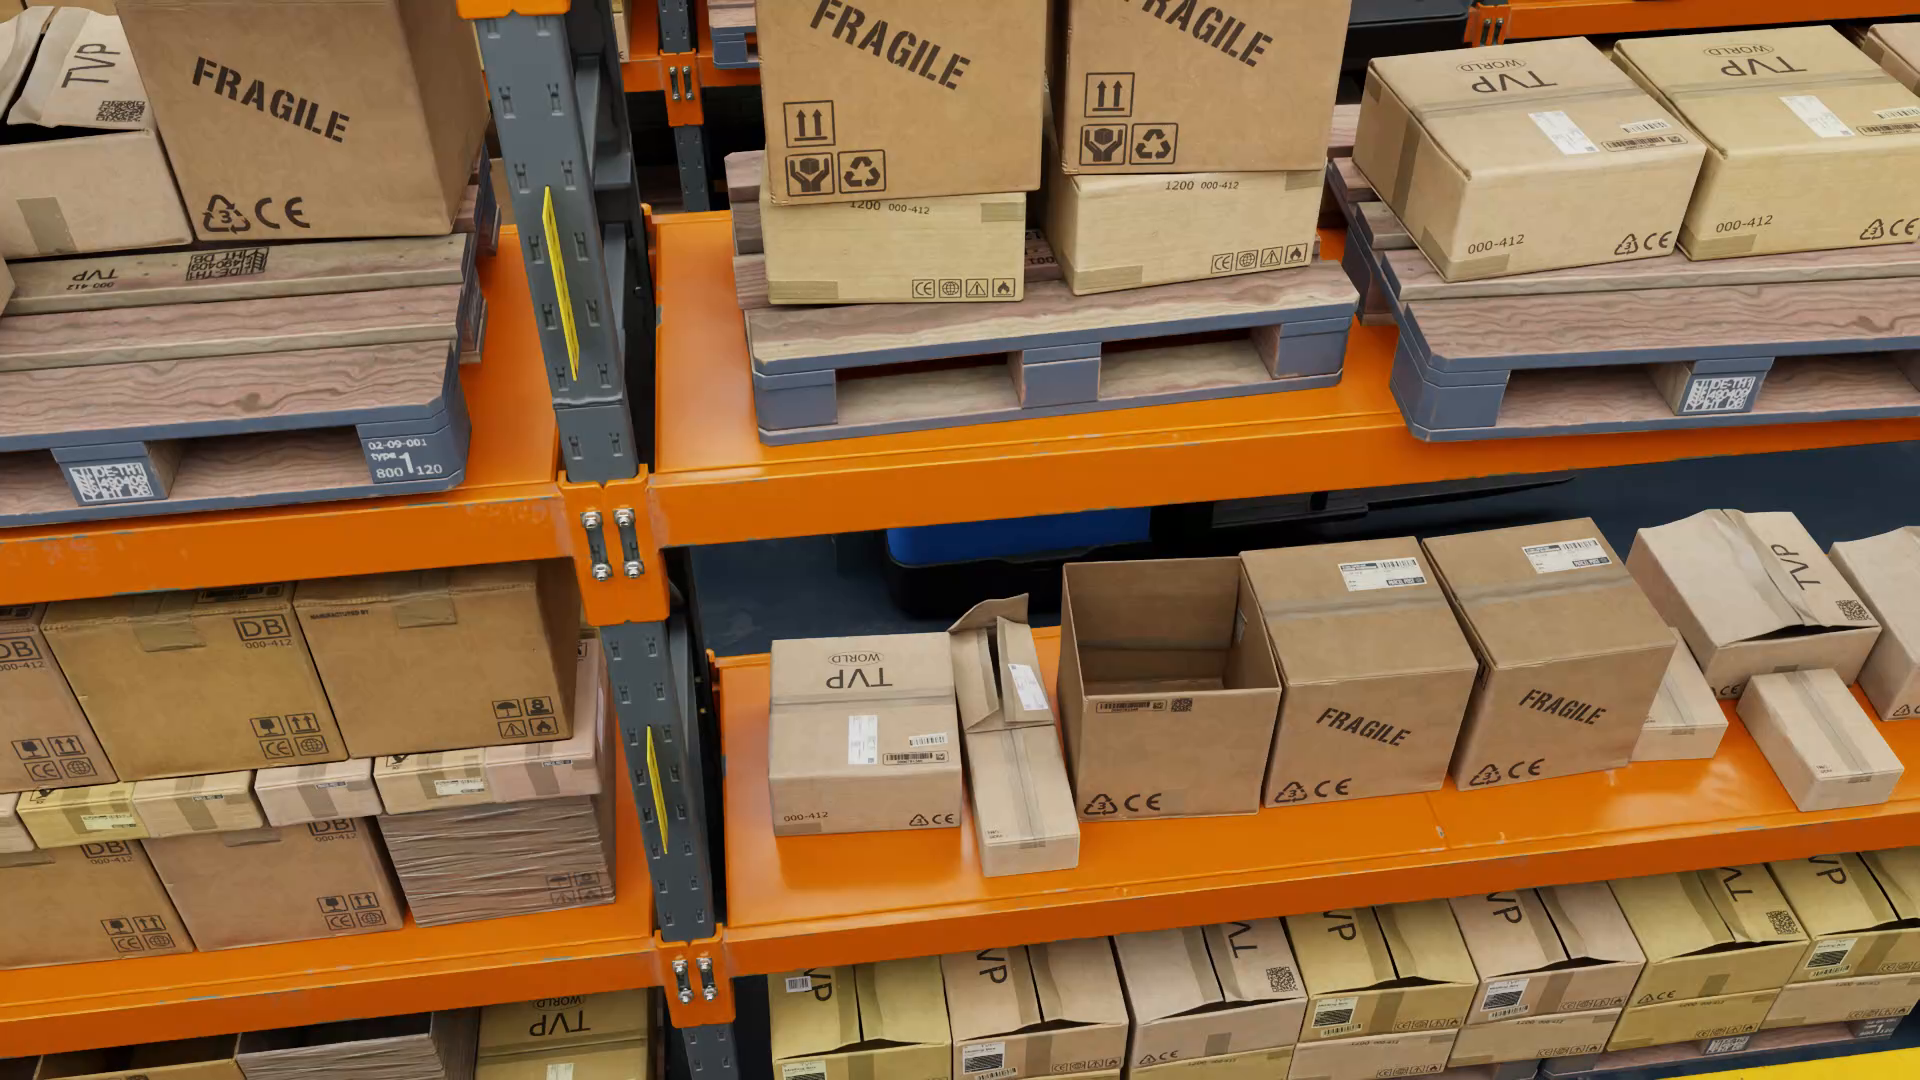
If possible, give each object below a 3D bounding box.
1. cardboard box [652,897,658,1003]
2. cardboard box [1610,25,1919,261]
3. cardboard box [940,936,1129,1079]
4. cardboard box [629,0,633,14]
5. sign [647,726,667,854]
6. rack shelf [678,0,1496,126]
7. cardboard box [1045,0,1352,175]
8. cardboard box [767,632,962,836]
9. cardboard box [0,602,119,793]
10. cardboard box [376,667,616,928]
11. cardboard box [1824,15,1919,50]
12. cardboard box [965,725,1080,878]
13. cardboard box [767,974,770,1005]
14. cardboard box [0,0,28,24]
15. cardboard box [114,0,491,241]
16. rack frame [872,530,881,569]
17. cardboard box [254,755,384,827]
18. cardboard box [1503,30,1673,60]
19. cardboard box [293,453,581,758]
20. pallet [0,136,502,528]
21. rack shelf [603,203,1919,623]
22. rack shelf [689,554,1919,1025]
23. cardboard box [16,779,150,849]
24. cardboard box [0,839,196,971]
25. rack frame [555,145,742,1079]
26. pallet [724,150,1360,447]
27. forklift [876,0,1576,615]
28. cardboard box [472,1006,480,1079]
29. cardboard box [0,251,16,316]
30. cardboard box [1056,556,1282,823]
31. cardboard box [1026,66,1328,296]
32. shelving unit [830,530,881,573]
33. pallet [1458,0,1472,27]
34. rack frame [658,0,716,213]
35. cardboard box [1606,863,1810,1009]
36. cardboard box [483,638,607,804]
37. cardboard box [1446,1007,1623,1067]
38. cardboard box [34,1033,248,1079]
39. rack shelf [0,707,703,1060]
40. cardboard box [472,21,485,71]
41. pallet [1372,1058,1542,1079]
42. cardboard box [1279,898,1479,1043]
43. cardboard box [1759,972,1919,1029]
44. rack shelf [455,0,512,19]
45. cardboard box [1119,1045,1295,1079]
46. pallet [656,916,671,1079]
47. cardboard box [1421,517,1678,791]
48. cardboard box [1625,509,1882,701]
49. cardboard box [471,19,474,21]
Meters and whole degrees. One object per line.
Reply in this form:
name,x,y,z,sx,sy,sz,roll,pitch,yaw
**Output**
cardboard box,-1.243,1.243,5.371,0.500,0.250,0.500,-5,42,-6
cardboard box,1.694,-0.845,3.507,0.500,0.250,0.500,-6,42,-6
cardboard box,0.195,1.286,4.905,0.500,0.311,0.500,-5,42,-6
cardboard box,-1.884,-2.803,8.216,0.500,0.250,0.500,-5,42,-5
sign,-0.670,0.557,3.687,0.005,0.325,0.100,-5,42,-6
rack shelf,0.593,-2.657,8.493,4.000,0.370,1.077,-5,42,-6
cardboard box,0.434,-1.045,3.168,0.500,0.500,0.500,-1,42,-1
cardboard box,-0.261,0.523,4.542,0.500,0.250,0.500,-3,42,-3
cardboard box,-2.181,0.151,3.800,0.500,0.500,0.700,-5,42,-6
cardboard box,-1.183,0.545,4.331,0.500,0.500,0.700,-6,42,-7
cardboard box,5.034,-2.581,9.163,0.750,0.750,0.750,-4,42,-4
cardboard box,0.161,0.692,4.431,0.250,0.149,0.380,-5,42,-6
cardboard box,-0.312,1.534,5.049,0.500,0.250,0.500,-6,42,-7
cardboard box,-4.352,-2.511,7.332,0.500,0.500,0.500,-5,42,-5
cardboard box,-1.278,-0.951,3.332,0.500,0.500,0.500,-2,42,-2
rack frame,-0.362,-0.402,6.800,0.006,1.200,0.240,-6,42,-7
cardboard box,-1.491,0.472,3.928,0.250,0.149,0.380,-6,42,-7
cardboard box,3.322,-2.432,8.998,0.750,0.750,0.750,-6,42,-6
cardboard box,-1.183,0.063,3.897,0.500,0.500,0.700,-5,42,-5
pallet,-1.586,-0.450,3.336,1.213,0.211,1.003,-5,42,-6
rack shelf,1.239,-0.481,3.841,4.000,0.370,1.077,-5,42,-6
rack shelf,1.239,0.633,4.846,4.000,0.370,1.077,-5,42,-6
cardboard box,-1.995,0.515,3.881,0.250,0.149,0.380,-5,42,-6
cardboard box,-2.203,0.636,4.231,0.500,0.500,0.700,-4,42,-5
rack frame,-0.744,0.540,4.412,0.127,3.000,1.000,-5,42,-6
pallet,0.129,-0.589,3.566,1.217,0.209,0.805,-7,42,-7
forklift,1.131,-1.249,6.446,3.031,2.935,1.130,-6,42,-7
cardboard box,-1.672,1.627,4.946,0.500,0.250,0.500,-5,42,-6
cardboard box,-1.905,-0.403,2.987,0.250,0.149,0.380,-5,42,-6
cardboard box,0.542,0.401,4.491,0.500,0.500,0.500,-2,42,-2
cardboard box,0.413,-0.771,3.424,0.500,0.250,0.500,-9,43,-10
shelving unit,-0.453,-0.392,6.789,0.189,1.200,0.258,-6,42,-7
pallet,1.884,-2.894,8.362,1.003,0.211,1.213,-5,42,-6
rack frame,-1.390,-2.750,8.059,0.127,3.000,1.000,-5,42,-6
cardboard box,2.220,1.107,5.103,0.500,0.311,0.500,-6,42,-6
cardboard box,-0.986,0.427,3.978,0.250,0.149,0.380,-5,42,-6
cardboard box,1.723,1.354,5.249,0.500,0.250,0.500,-4,42,-5
cardboard box,-2.168,1.393,4.645,0.500,0.500,0.500,-5,42,-6
rack shelf,-2.727,0.980,4.461,4.000,0.370,1.077,-5,42,-6
cardboard box,-2.315,-2.422,7.792,0.500,0.250,0.500,-5,42,-5
pallet,1.194,1.377,5.566,1.213,0.211,1.003,-5,42,-6
cardboard box,1.222,1.192,5.010,0.500,0.311,0.500,-4,42,-4
cardboard box,2.732,1.265,5.347,0.500,0.250,0.500,-4,42,-5
rack shelf,-2.727,-1.099,2.585,4.000,0.370,1.077,-5,42,-6
cardboard box,0.708,1.444,5.149,0.500,0.250,0.500,-6,42,-7
pallet,-1.538,1.616,5.301,1.213,0.211,1.003,-5,42,-6
cardboard box,1.561,0.312,4.590,0.500,0.500,0.500,-7,43,-8
cardboard box,2.310,0.174,4.884,0.500,0.311,0.500,-5,42,-6
cardboard box,-2.313,-2.687,7.526,0.500,0.500,0.500,-5,42,-6
